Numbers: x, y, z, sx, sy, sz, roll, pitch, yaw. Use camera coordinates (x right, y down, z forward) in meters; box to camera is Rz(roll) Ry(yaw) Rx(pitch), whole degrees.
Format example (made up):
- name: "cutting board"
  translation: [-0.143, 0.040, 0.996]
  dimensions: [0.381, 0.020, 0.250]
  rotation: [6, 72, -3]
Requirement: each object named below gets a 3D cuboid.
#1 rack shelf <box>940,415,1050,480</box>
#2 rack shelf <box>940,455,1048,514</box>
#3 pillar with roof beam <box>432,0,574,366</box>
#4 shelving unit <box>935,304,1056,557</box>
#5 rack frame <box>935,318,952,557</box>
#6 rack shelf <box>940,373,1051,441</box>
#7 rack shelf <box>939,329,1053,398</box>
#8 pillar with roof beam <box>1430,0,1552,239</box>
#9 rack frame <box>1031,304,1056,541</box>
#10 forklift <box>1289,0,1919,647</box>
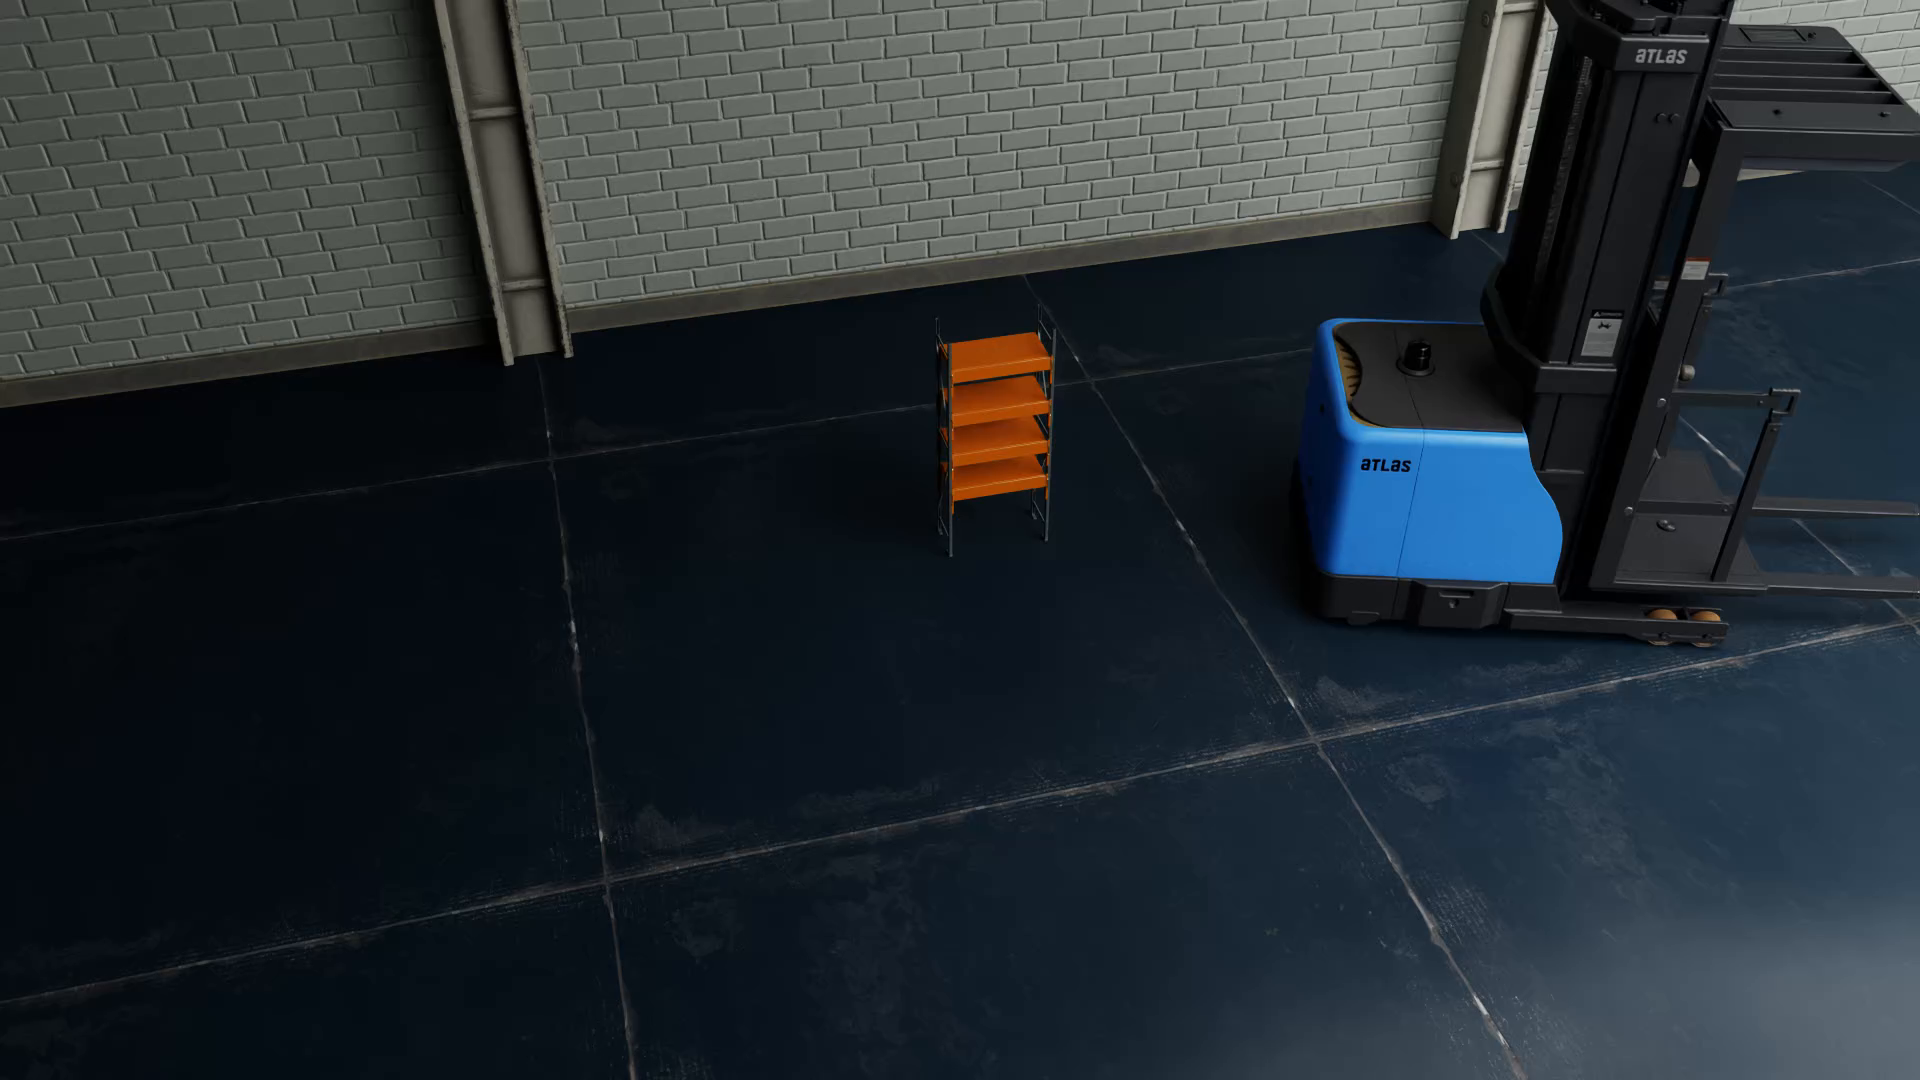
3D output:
- name: "rack shelf"
  translation: [0.160, -0.449, 7.940]
  dimensions: [0.480, 0.148, 0.258]
  rotation: [-9, 38, -12]
- name: "rack shelf"
  translation: [0.160, -0.292, 8.061]
  dimensions: [0.480, 0.148, 0.258]
  rotation: [-9, 38, -12]
- name: "pillar with roof beam"
  translation: [-1.343, -2.169, 3.658]
  dimensions: [0.400, 9.000, 9.100]
  rotation: [-9, 38, -12]
- name: "shelving unit"
  translation: [0.160, -0.503, 7.899]
  dimensions: [0.503, 1.200, 0.258]
  rotation: [-9, 38, -12]
- name: "rack frame"
  translation: [-0.076, -0.464, 7.849]
  dimensions: [0.015, 1.200, 0.240]
  rotation: [-9, 38, -12]
- name: "rack shelf"
  translation: [0.160, -0.627, 7.804]
  dimensions: [0.480, 0.148, 0.258]
  rotation: [-9, 38, -12]
- name: "rack shelf"
  translation: [0.160, -0.815, 7.660]
  dimensions: [0.480, 0.148, 0.258]
  rotation: [-9, 38, -12]
- name: "pillar with roof beam"
  translation: [4.449, -3.119, 4.901]
  dimensions: [0.400, 9.000, 9.100]
  rotation: [-9, 38, -12]
- name: "rack frame"
  translation: [0.395, -0.541, 7.950]
  dimensions: [0.015, 1.200, 0.240]
  rotation: [-9, 38, -12]
- name: "forklift"
  translation: [3.145, -1.011, 7.139]
  dimensions: [3.031, 2.935, 1.130]
  rotation: [2, 37, 3]
